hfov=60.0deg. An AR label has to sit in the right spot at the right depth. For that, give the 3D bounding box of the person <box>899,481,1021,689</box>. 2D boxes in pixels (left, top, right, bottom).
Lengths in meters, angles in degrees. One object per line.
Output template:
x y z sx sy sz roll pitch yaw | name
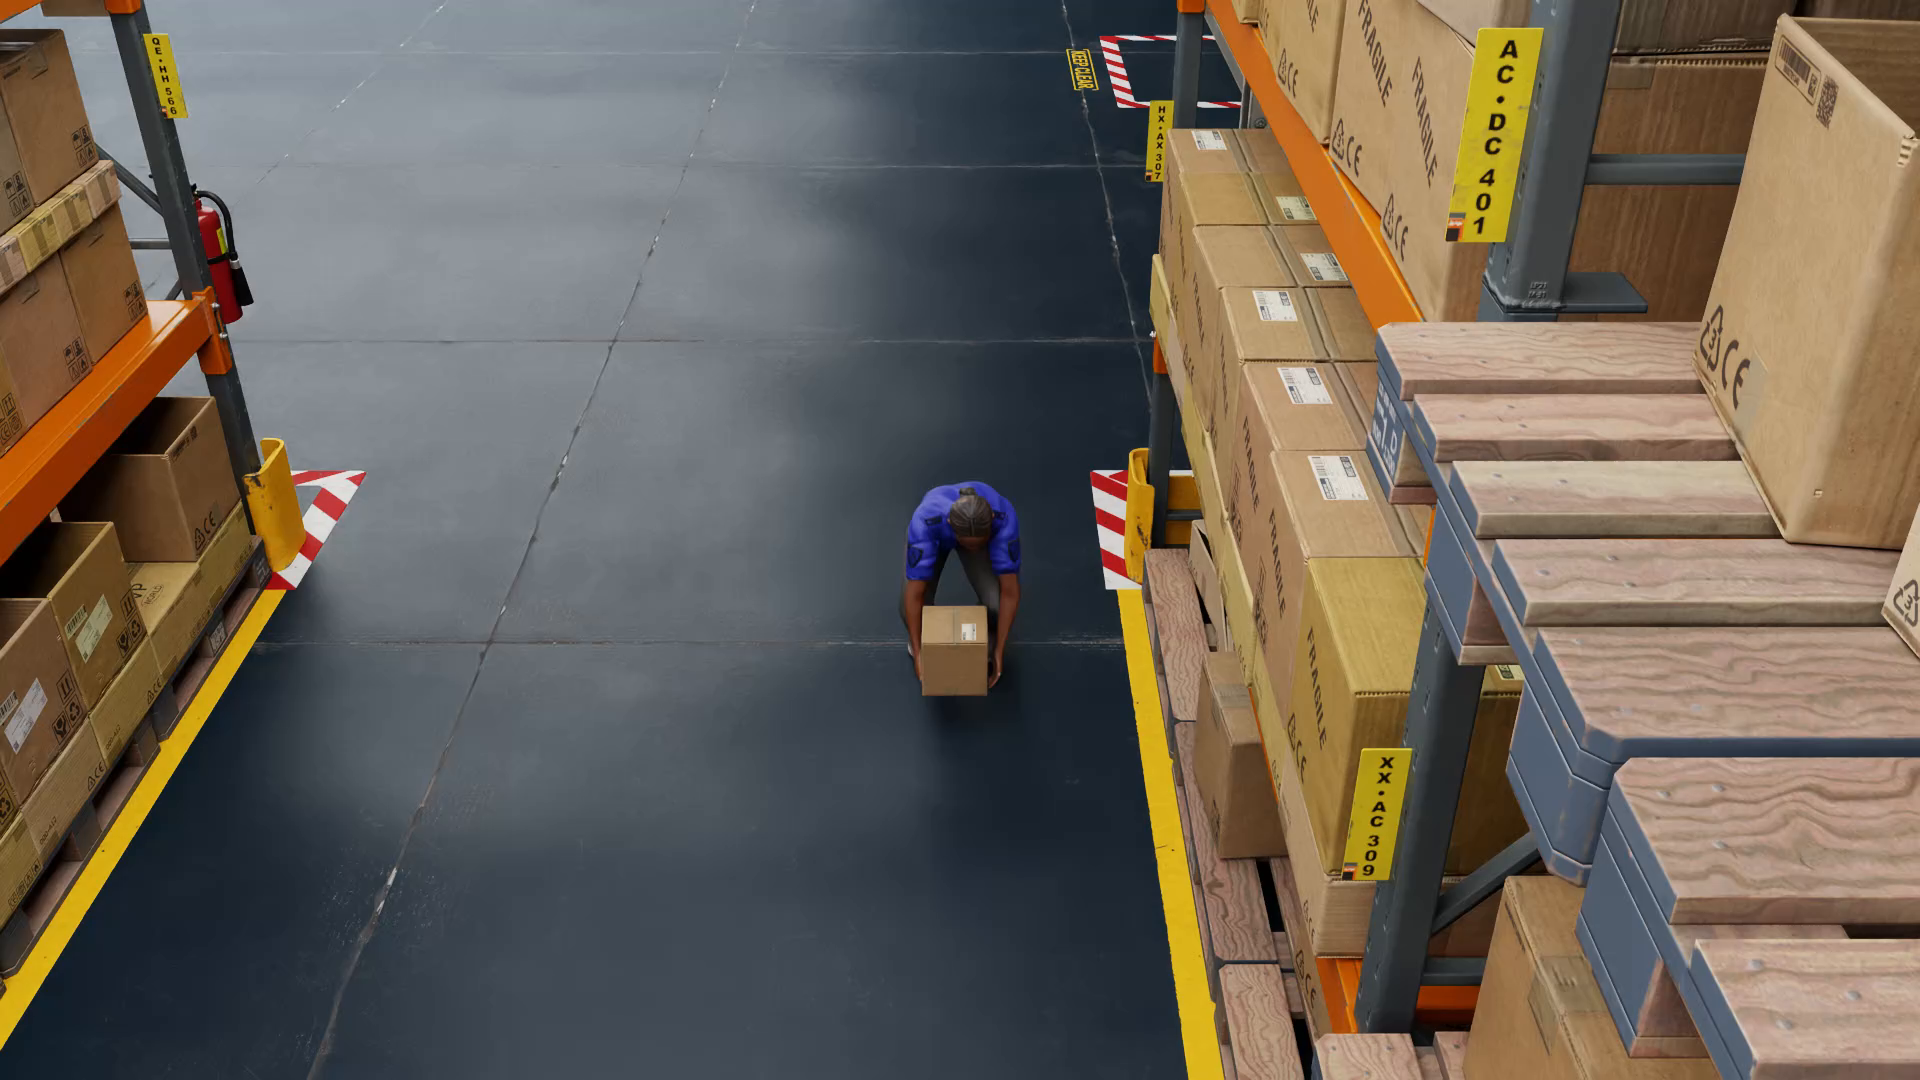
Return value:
-0.005 0.112 6.645 0.484 0.946 0.821 0 32 0 | person
